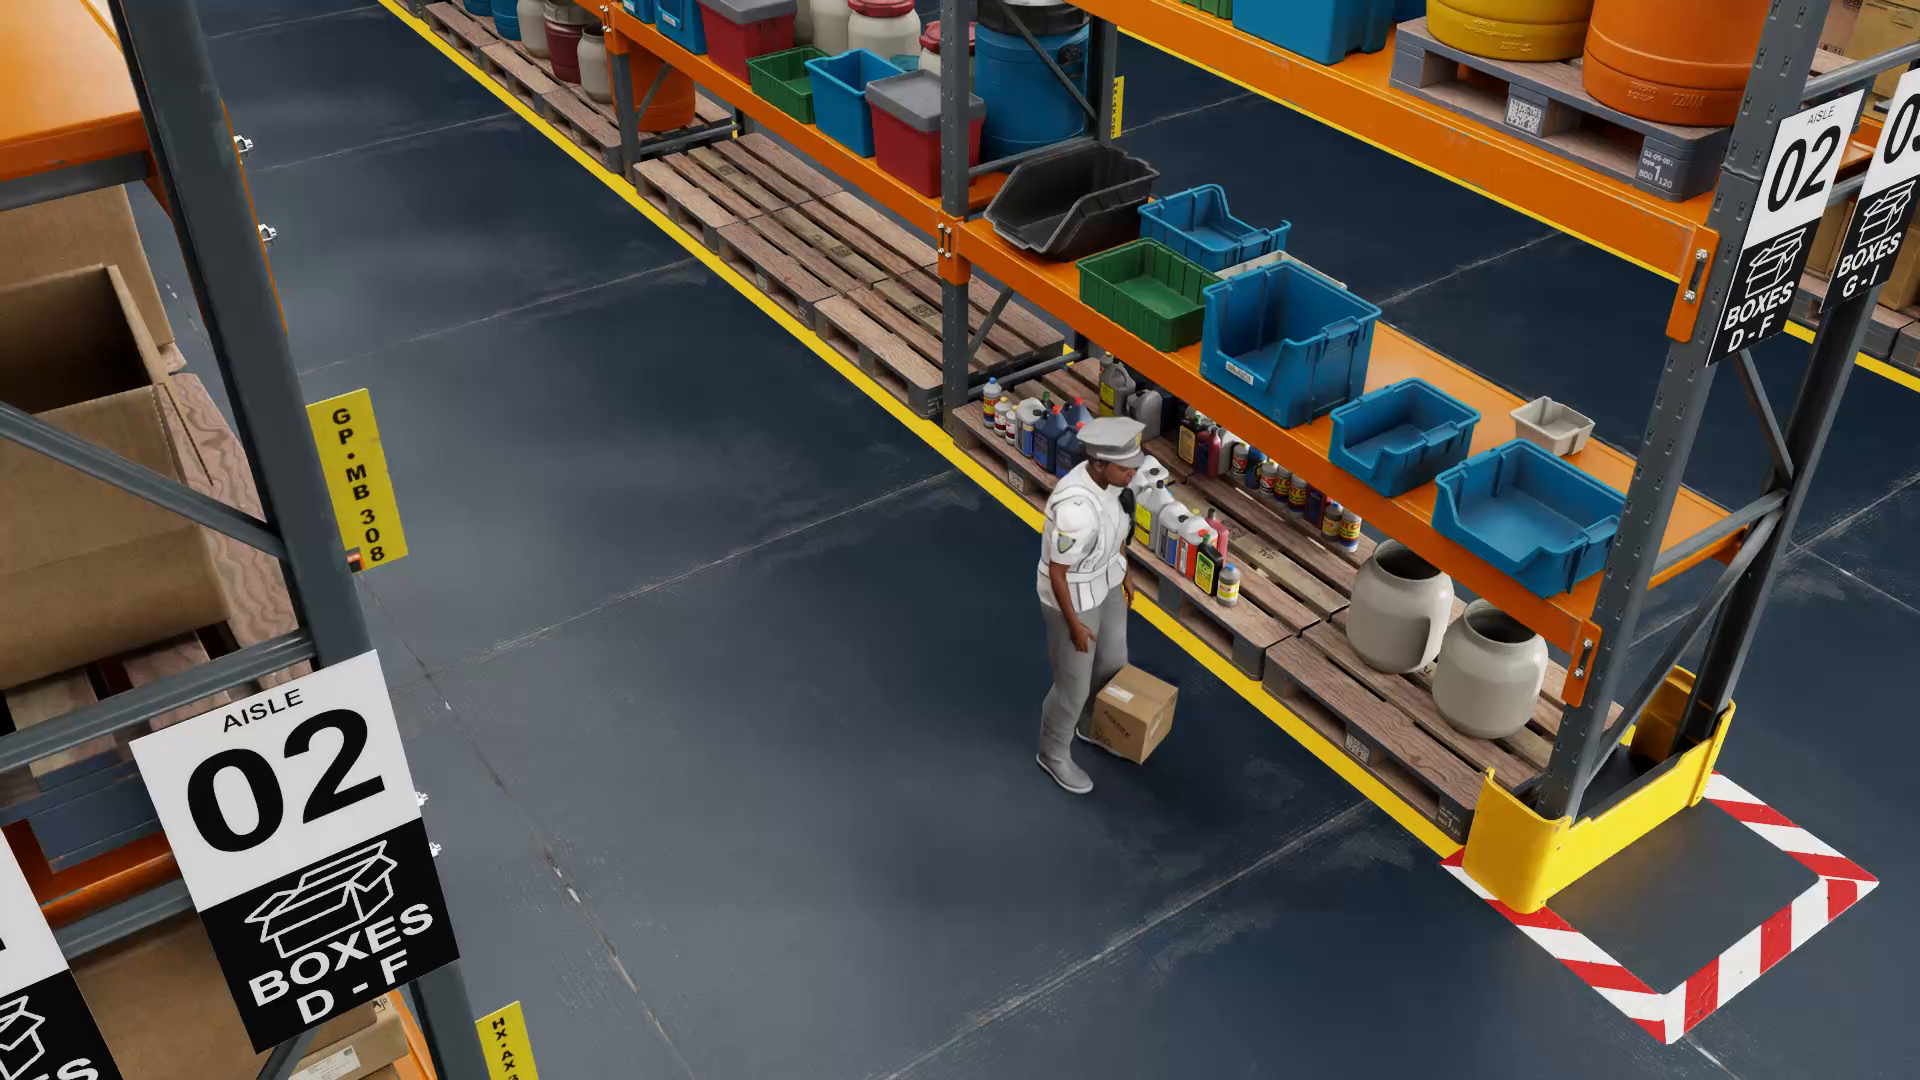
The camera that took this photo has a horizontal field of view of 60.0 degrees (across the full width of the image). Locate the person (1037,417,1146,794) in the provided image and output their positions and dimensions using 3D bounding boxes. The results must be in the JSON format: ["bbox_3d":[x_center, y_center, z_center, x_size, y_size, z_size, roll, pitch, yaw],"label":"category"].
[{"bbox_3d":[0.531,0.241,6.671,0.424,1.665,0.498,22,42,27],"label":"person"}]
